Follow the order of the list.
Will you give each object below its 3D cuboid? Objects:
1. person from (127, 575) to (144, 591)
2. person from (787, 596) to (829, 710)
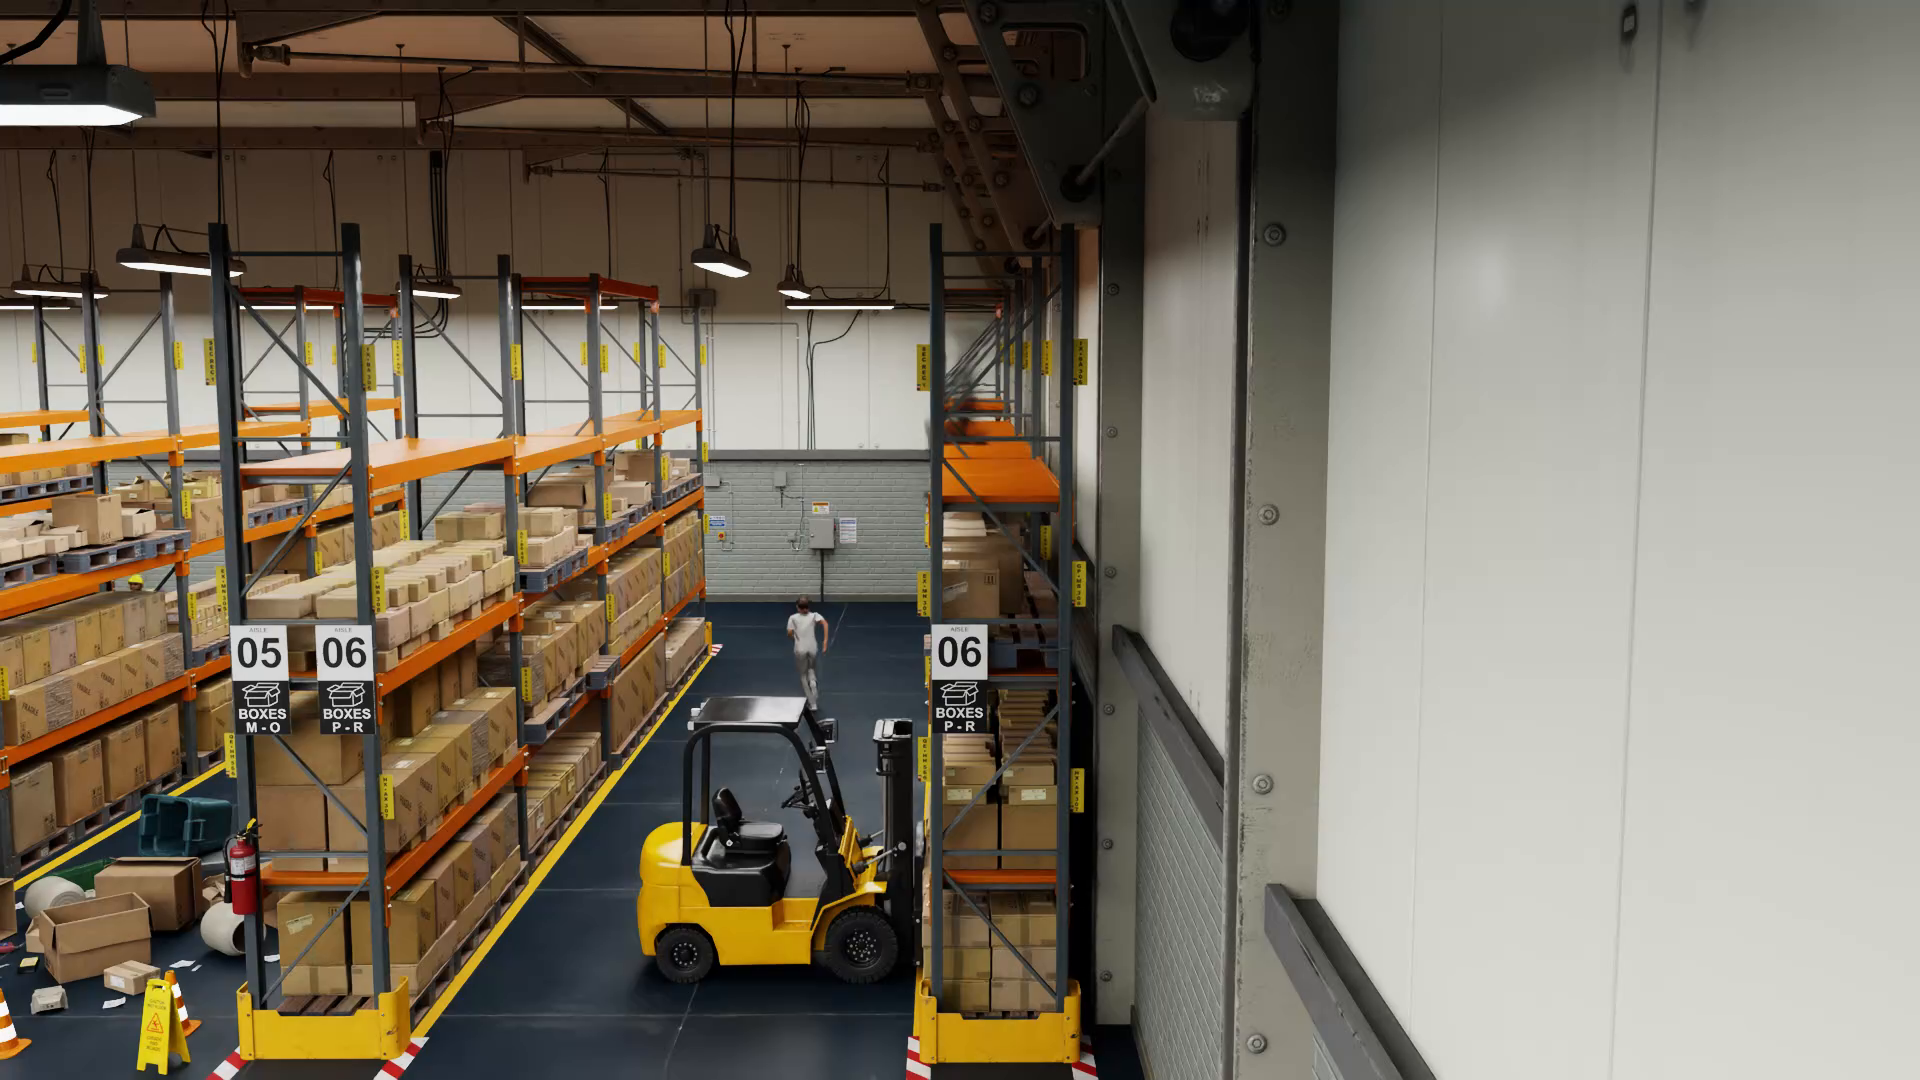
[{"bbox_3d":[-12.358,1.393,25.031,0.714,1.733,0.791,-1,7,-7],"label":"person"},{"bbox_3d":[-2.192,1.609,23.789,0.552,1.594,0.693,-3,7,-21],"label":"person"}]
